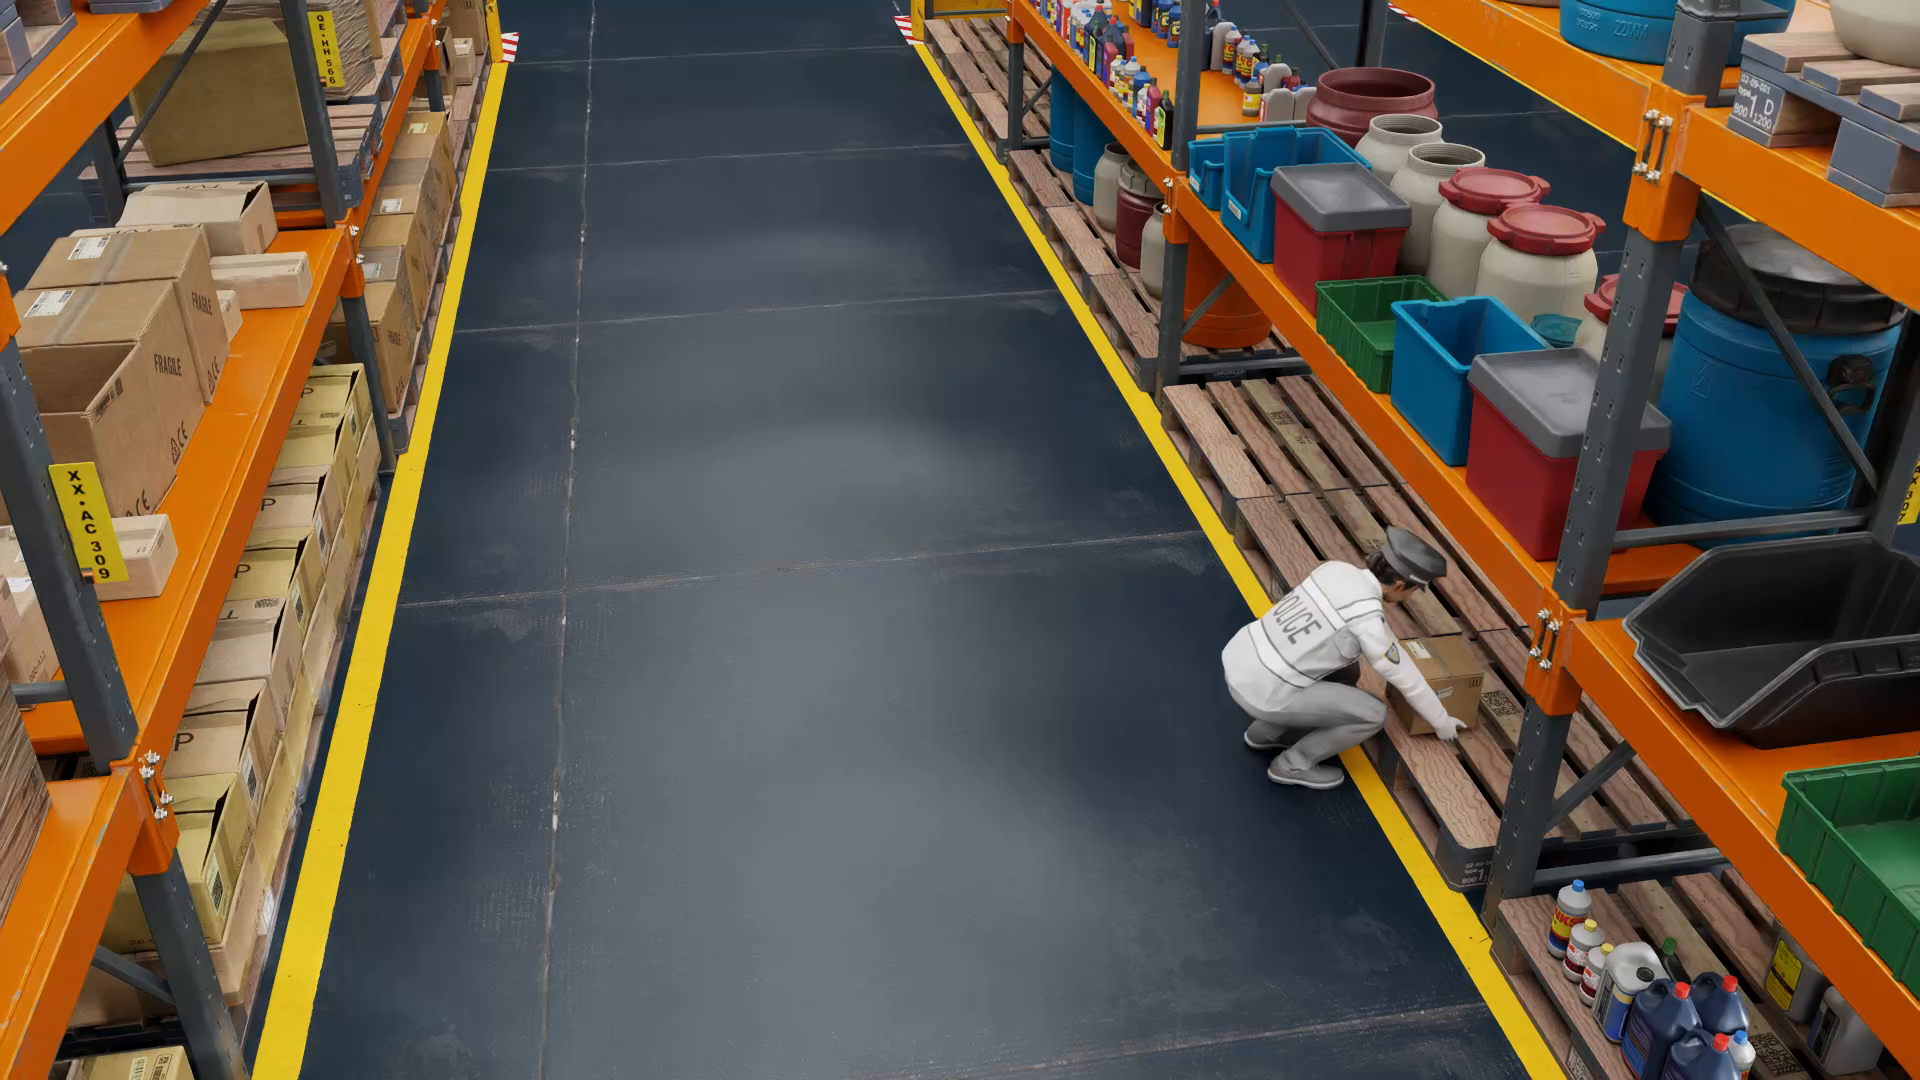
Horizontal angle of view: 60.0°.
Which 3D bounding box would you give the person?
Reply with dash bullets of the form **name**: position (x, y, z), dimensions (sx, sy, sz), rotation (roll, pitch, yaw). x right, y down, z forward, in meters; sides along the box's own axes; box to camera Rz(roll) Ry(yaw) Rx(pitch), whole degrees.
- **person**: position (1.412, 0.431, 6.105), dimensions (0.892, 0.969, 0.460), rotation (-1, 31, -2)
